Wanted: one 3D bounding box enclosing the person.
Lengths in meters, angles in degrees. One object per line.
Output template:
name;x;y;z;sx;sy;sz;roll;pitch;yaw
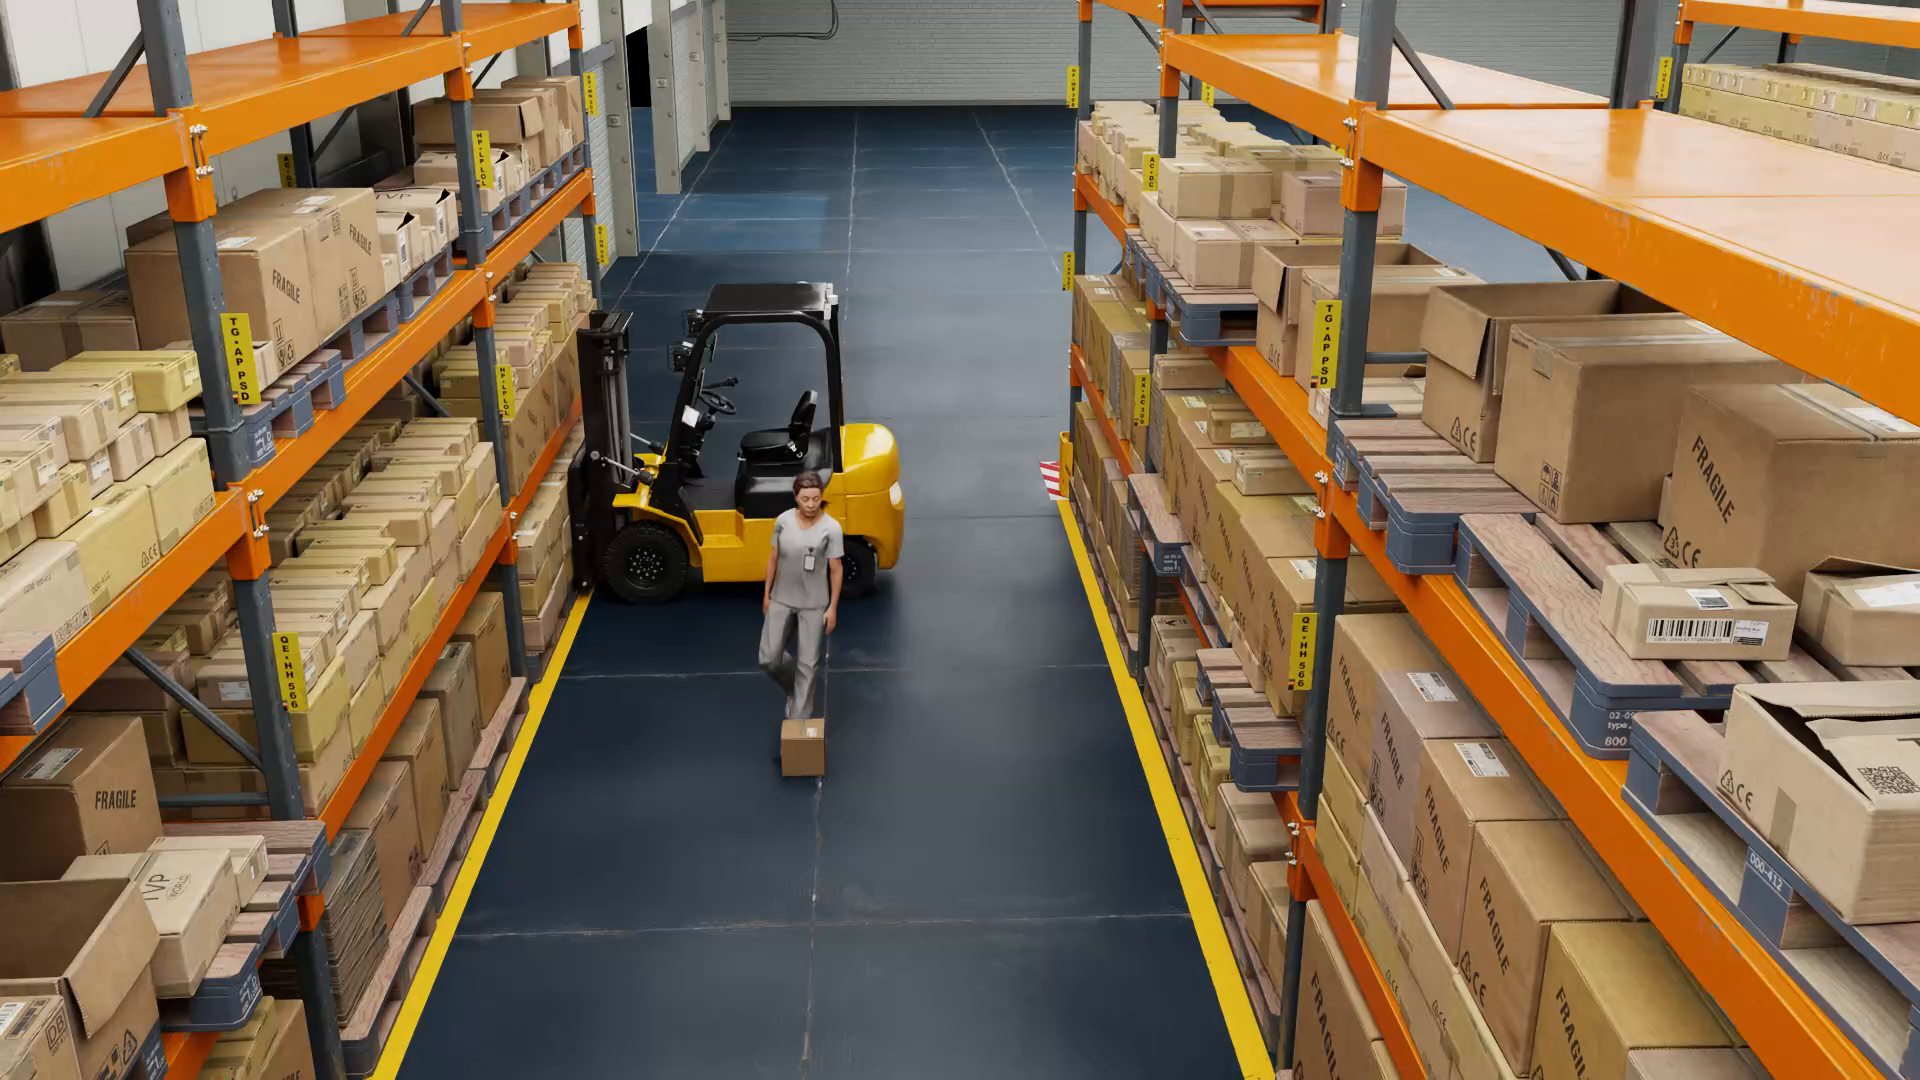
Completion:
person;-0.966;0.414;9.937;0.508;1.664;0.616;4;21;10
